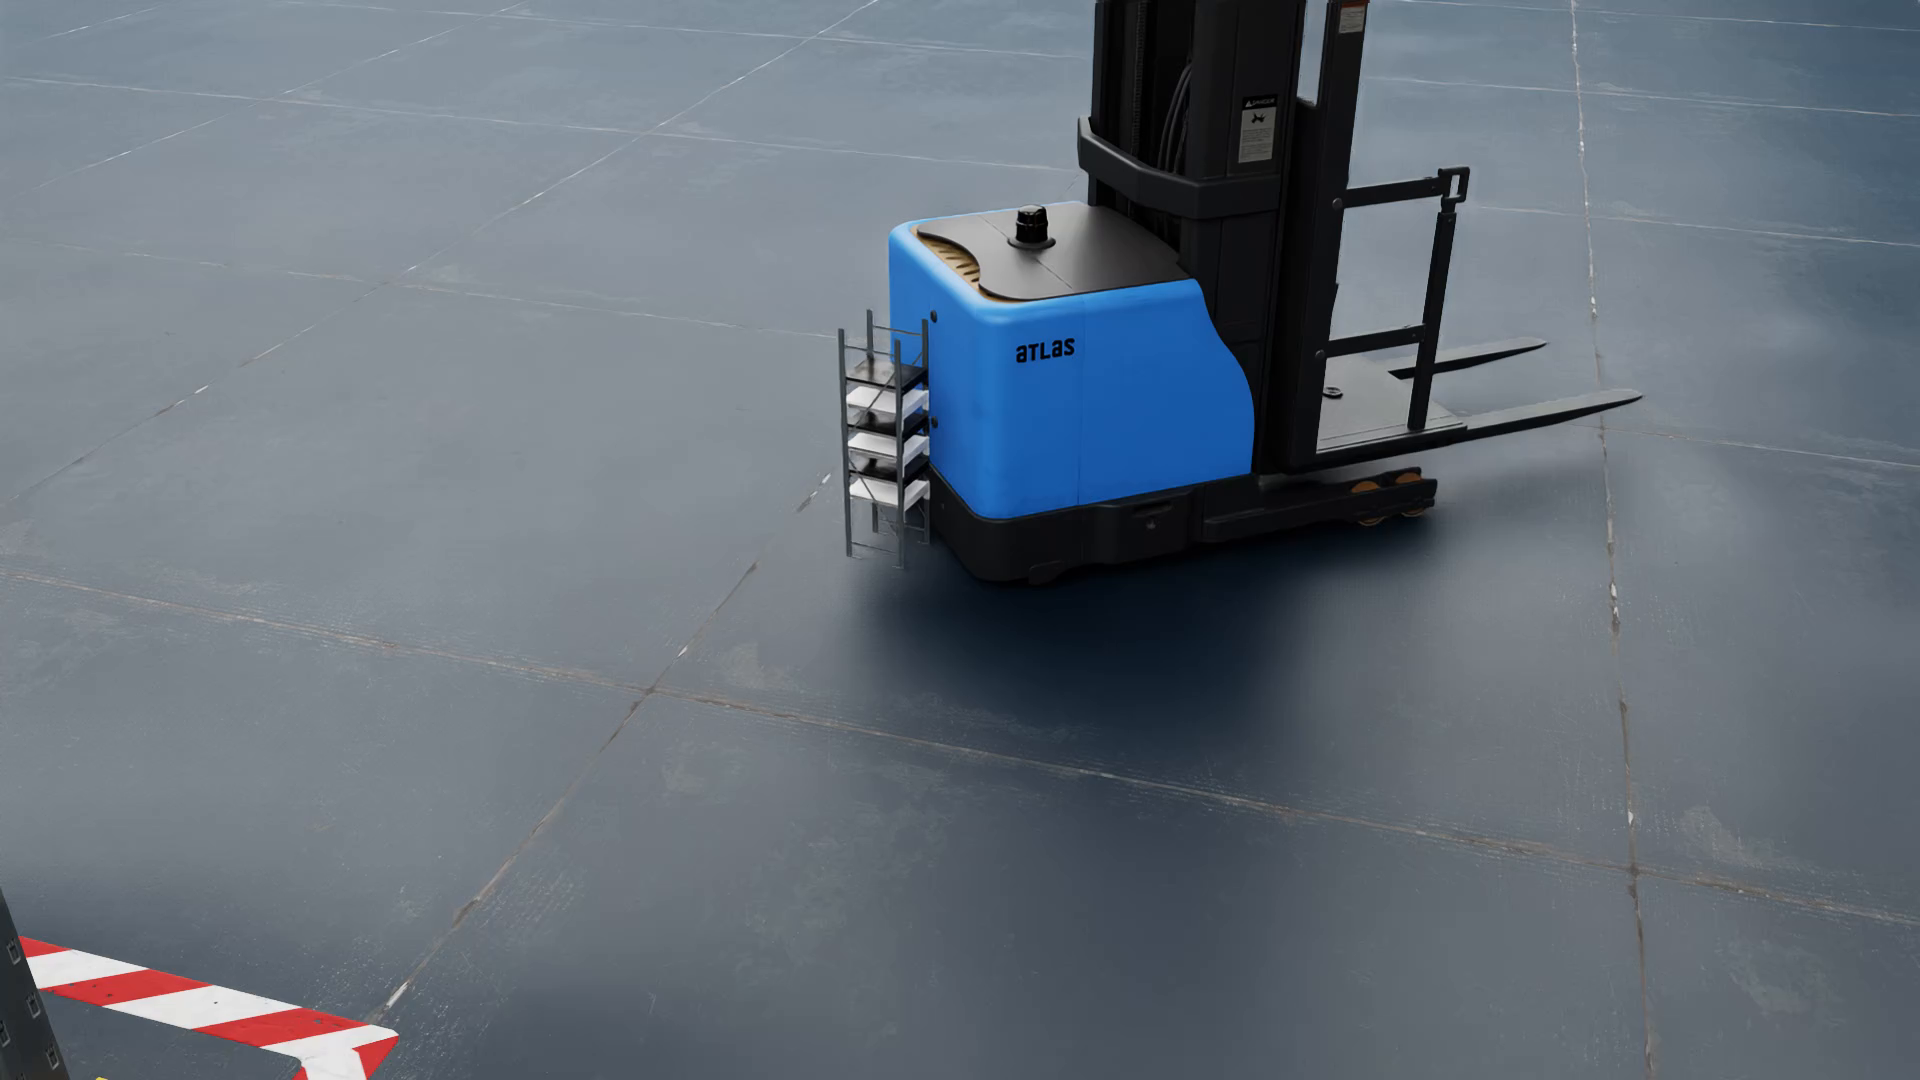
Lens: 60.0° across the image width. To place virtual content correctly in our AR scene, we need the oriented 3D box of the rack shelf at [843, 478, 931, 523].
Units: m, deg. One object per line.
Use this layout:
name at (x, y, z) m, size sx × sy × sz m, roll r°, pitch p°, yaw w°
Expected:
rack shelf at (-0.265, -0.166, 6.061) m, size 0.258 × 0.077 × 0.200 m, roll 13°, pitch 32°, yaw 22°

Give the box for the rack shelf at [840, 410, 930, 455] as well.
rack shelf at (-0.265, -0.402, 5.930) m, size 0.258 × 0.077 × 0.200 m, roll 13°, pitch 32°, yaw 22°

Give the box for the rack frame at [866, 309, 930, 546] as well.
rack frame at (-0.221, -0.397, 6.037) m, size 0.240 × 0.900 × 0.006 m, roll 13°, pitch 32°, yaw 22°

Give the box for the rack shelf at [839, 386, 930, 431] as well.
rack shelf at (-0.265, -0.480, 5.886) m, size 0.258 × 0.077 × 0.200 m, roll 13°, pitch 32°, yaw 22°

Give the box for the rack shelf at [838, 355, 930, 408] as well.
rack shelf at (-0.265, -0.559, 5.842) m, size 0.258 × 0.077 × 0.200 m, roll 13°, pitch 32°, yaw 22°

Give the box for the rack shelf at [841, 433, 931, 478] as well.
rack shelf at (-0.265, -0.323, 5.974) m, size 0.258 × 0.077 × 0.200 m, roll 13°, pitch 32°, yaw 22°

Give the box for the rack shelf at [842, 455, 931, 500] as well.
rack shelf at (-0.265, -0.244, 6.017) m, size 0.258 × 0.077 × 0.200 m, roll 13°, pitch 32°, yaw 22°

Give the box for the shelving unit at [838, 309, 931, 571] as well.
shelving unit at (-0.265, -0.352, 5.957) m, size 0.258 × 0.900 × 0.210 m, roll 13°, pitch 32°, yaw 22°

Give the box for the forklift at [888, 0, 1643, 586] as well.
forklift at (1.291, -1.563, 6.044) m, size 3.031 × 2.935 × 1.130 m, roll -11°, pitch 31°, yaw -19°

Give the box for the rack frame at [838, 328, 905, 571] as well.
rack frame at (-0.310, -0.308, 5.877) m, size 0.240 × 0.900 × 0.006 m, roll 13°, pitch 32°, yaw 22°
